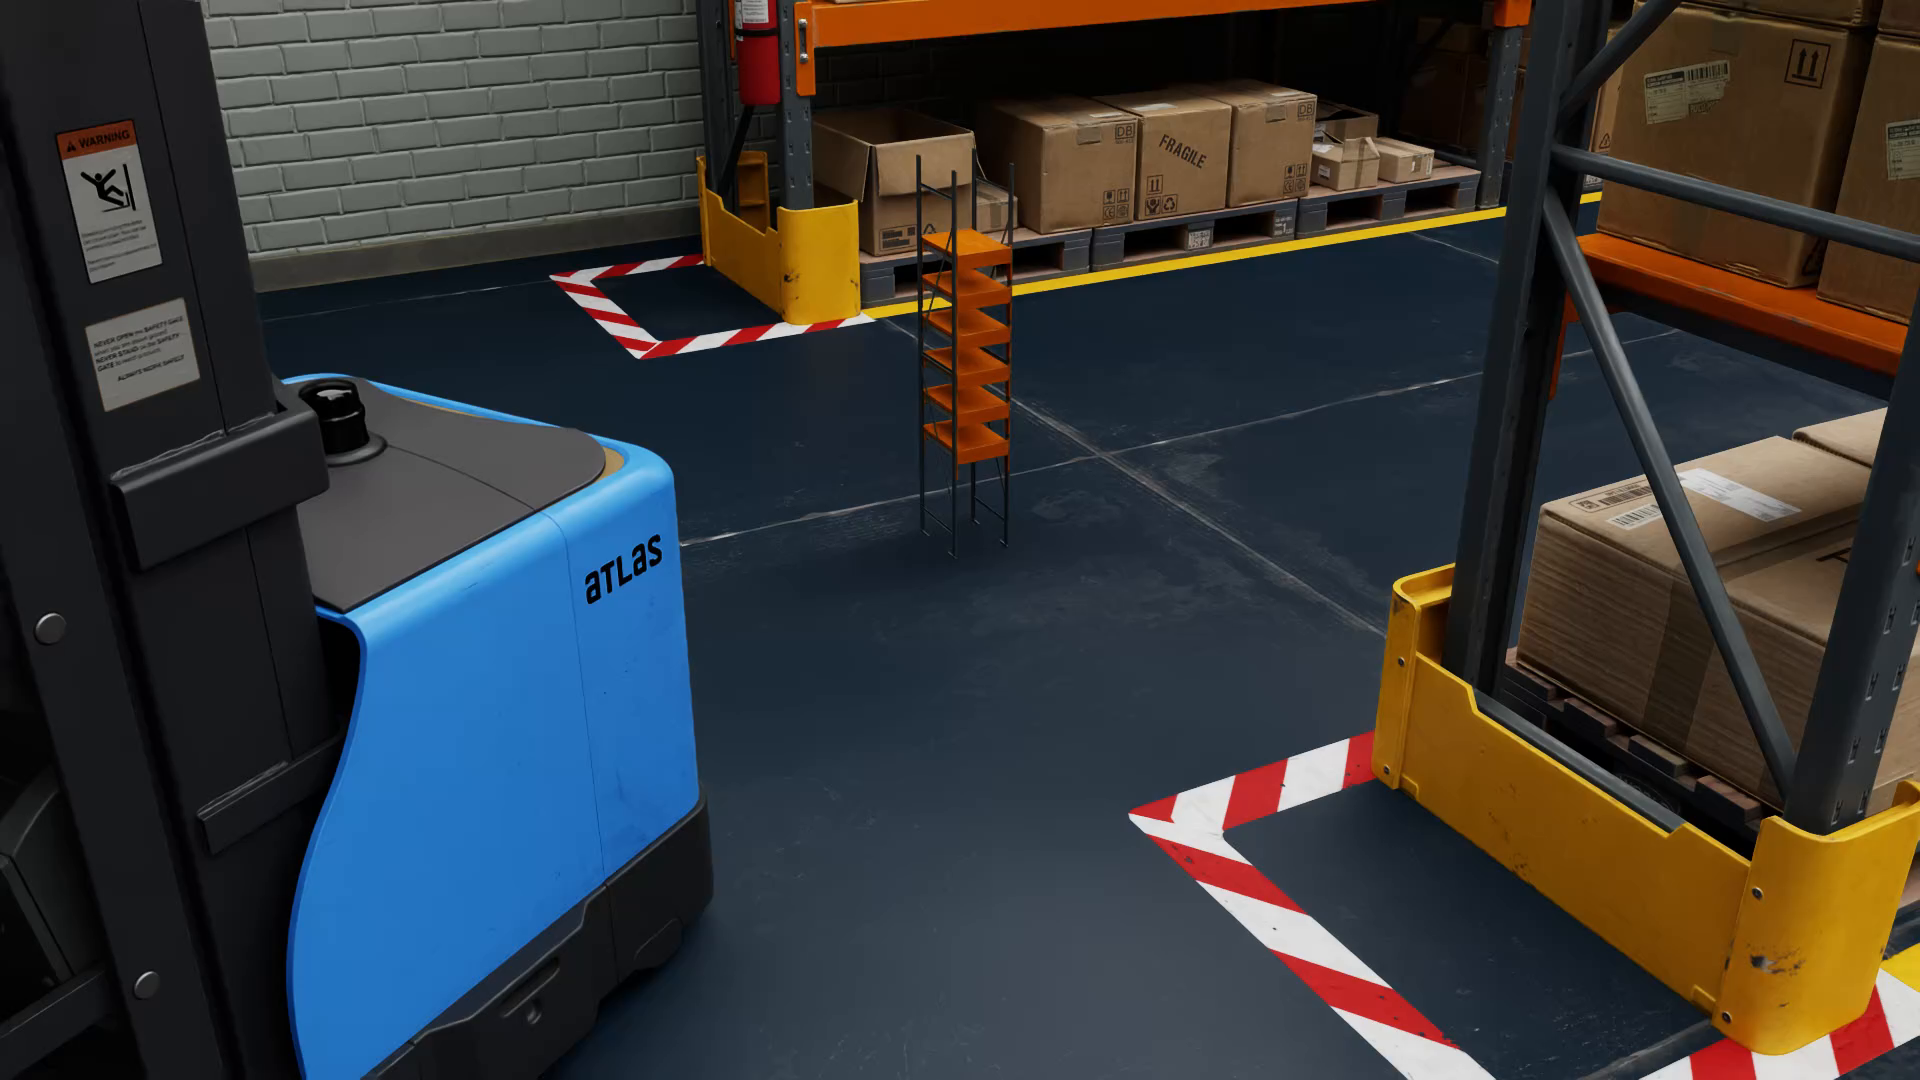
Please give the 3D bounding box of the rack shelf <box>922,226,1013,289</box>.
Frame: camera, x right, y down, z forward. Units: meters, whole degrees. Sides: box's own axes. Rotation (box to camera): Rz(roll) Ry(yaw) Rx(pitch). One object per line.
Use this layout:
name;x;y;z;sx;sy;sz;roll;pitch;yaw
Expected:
rack shelf;0.013;-0.828;4.860;0.180;0.103;0.258;-13;29;-25

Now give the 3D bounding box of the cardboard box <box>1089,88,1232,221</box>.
cardboard box;0.963;-1.890;8.124;0.500;0.500;0.500;-12;28;-24

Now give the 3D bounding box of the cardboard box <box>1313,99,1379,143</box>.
cardboard box;1.928;-2.258;9.109;0.500;0.311;0.500;-12;28;-23

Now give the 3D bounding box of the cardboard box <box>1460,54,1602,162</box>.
cardboard box;3.155;-2.400;9.187;0.500;0.500;0.500;-12;28;-23

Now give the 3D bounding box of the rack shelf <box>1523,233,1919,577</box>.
rack shelf;3.196;-0.699;4.071;4.000;0.370;1.077;-13;29;-25

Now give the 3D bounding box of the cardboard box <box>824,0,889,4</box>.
cardboard box;-0.488;-2.360;6.989;0.250;0.149;0.380;-13;29;-25

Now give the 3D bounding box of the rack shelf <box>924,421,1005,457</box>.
rack shelf;0.013;-0.312;5.108;0.171;0.034;0.221;-13;29;-25

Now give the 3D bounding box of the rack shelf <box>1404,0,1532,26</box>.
rack shelf;4.387;-3.408;9.715;4.000;0.370;1.077;-13;29;-25

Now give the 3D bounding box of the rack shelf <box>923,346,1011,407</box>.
rack shelf;0.013;-0.504;5.016;0.180;0.103;0.258;-13;29;-25

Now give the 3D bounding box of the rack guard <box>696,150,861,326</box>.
rack guard;-0.840;-1.399;7.587;0.348;0.500;1.175;-13;29;-25

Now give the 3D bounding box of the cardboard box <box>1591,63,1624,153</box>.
cardboard box;3.620;-2.513;9.421;0.500;0.500;0.500;-13;29;-26

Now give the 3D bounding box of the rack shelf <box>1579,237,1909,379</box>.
rack shelf;4.405;-1.986;1.057;3.910;4.714;5.869;-13;29;-25

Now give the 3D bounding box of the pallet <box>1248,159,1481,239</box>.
pallet;2.016;-1.929;9.024;1.213;0.211;1.003;-13;29;-25

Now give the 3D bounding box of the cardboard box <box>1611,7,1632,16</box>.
cardboard box;3.733;-3.072;9.835;0.250;0.149;0.380;-12;28;-24

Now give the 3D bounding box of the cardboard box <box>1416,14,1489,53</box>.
cardboard box;2.811;-2.865;9.406;0.250;0.149;0.380;-14;29;-27

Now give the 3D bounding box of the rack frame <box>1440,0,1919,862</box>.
rack frame;1.432;-0.616;3.067;0.127;3.000;1.000;-13;29;-25

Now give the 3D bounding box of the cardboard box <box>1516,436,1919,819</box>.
cardboard box;1.967;0.177;3.890;0.875;0.438;0.875;-14;29;-27

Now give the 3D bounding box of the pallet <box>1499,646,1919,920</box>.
pallet;2.100;0.449;4.072;1.213;0.211;1.003;-13;29;-25

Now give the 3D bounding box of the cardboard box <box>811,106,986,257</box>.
cardboard box;-0.323;-1.663;7.647;0.637;0.503;0.797;-14;29;-27

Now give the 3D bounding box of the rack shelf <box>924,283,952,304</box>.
rack shelf;0.013;-0.738;4.903;0.166;0.020;0.199;-13;29;-25

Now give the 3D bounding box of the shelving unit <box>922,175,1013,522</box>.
shelving unit;0.014;-0.544;4.997;0.183;1.046;0.258;-13;29;-25

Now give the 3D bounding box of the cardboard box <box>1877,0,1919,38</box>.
cardboard box;1.989;-1.101;2.806;0.500;0.500;0.500;-14;29;-26

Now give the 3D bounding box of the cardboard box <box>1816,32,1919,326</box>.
cardboard box;1.990;-0.649;3.021;0.500;0.500;0.500;-13;29;-25

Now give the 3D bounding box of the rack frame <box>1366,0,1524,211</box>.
rack frame;2.622;-3.325;8.711;0.127;3.000;1.000;-13;29;-25

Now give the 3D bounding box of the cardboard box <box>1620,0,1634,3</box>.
cardboard box;4.171;-3.185;10.072;0.265;0.149;0.390;-13;29;-25

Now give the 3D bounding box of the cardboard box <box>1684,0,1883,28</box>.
cardboard box;1.745;-1.301;3.223;0.500;0.500;0.500;-12;28;-23

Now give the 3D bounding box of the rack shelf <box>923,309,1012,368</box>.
rack shelf;0.013;-0.612;4.964;0.180;0.103;0.258;-13;29;-25

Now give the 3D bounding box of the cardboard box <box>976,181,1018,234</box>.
cardboard box;0.070;-1.575;7.873;0.250;0.149;0.380;-14;29;-27

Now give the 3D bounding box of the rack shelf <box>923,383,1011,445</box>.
rack shelf;0.013;-0.396;5.068;0.180;0.103;0.258;-13;29;-25

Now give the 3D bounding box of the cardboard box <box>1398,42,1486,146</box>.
cardboard box;2.916;-2.601;9.604;0.500;0.500;0.500;-13;29;-25

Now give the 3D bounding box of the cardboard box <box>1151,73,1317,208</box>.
cardboard box;1.365;-2.032;8.420;0.500;0.500;0.700;-14;29;-27

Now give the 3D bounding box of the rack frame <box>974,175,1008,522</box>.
rack frame;0.093;-0.563;5.036;0.002;1.046;0.228;-13;29;-25
